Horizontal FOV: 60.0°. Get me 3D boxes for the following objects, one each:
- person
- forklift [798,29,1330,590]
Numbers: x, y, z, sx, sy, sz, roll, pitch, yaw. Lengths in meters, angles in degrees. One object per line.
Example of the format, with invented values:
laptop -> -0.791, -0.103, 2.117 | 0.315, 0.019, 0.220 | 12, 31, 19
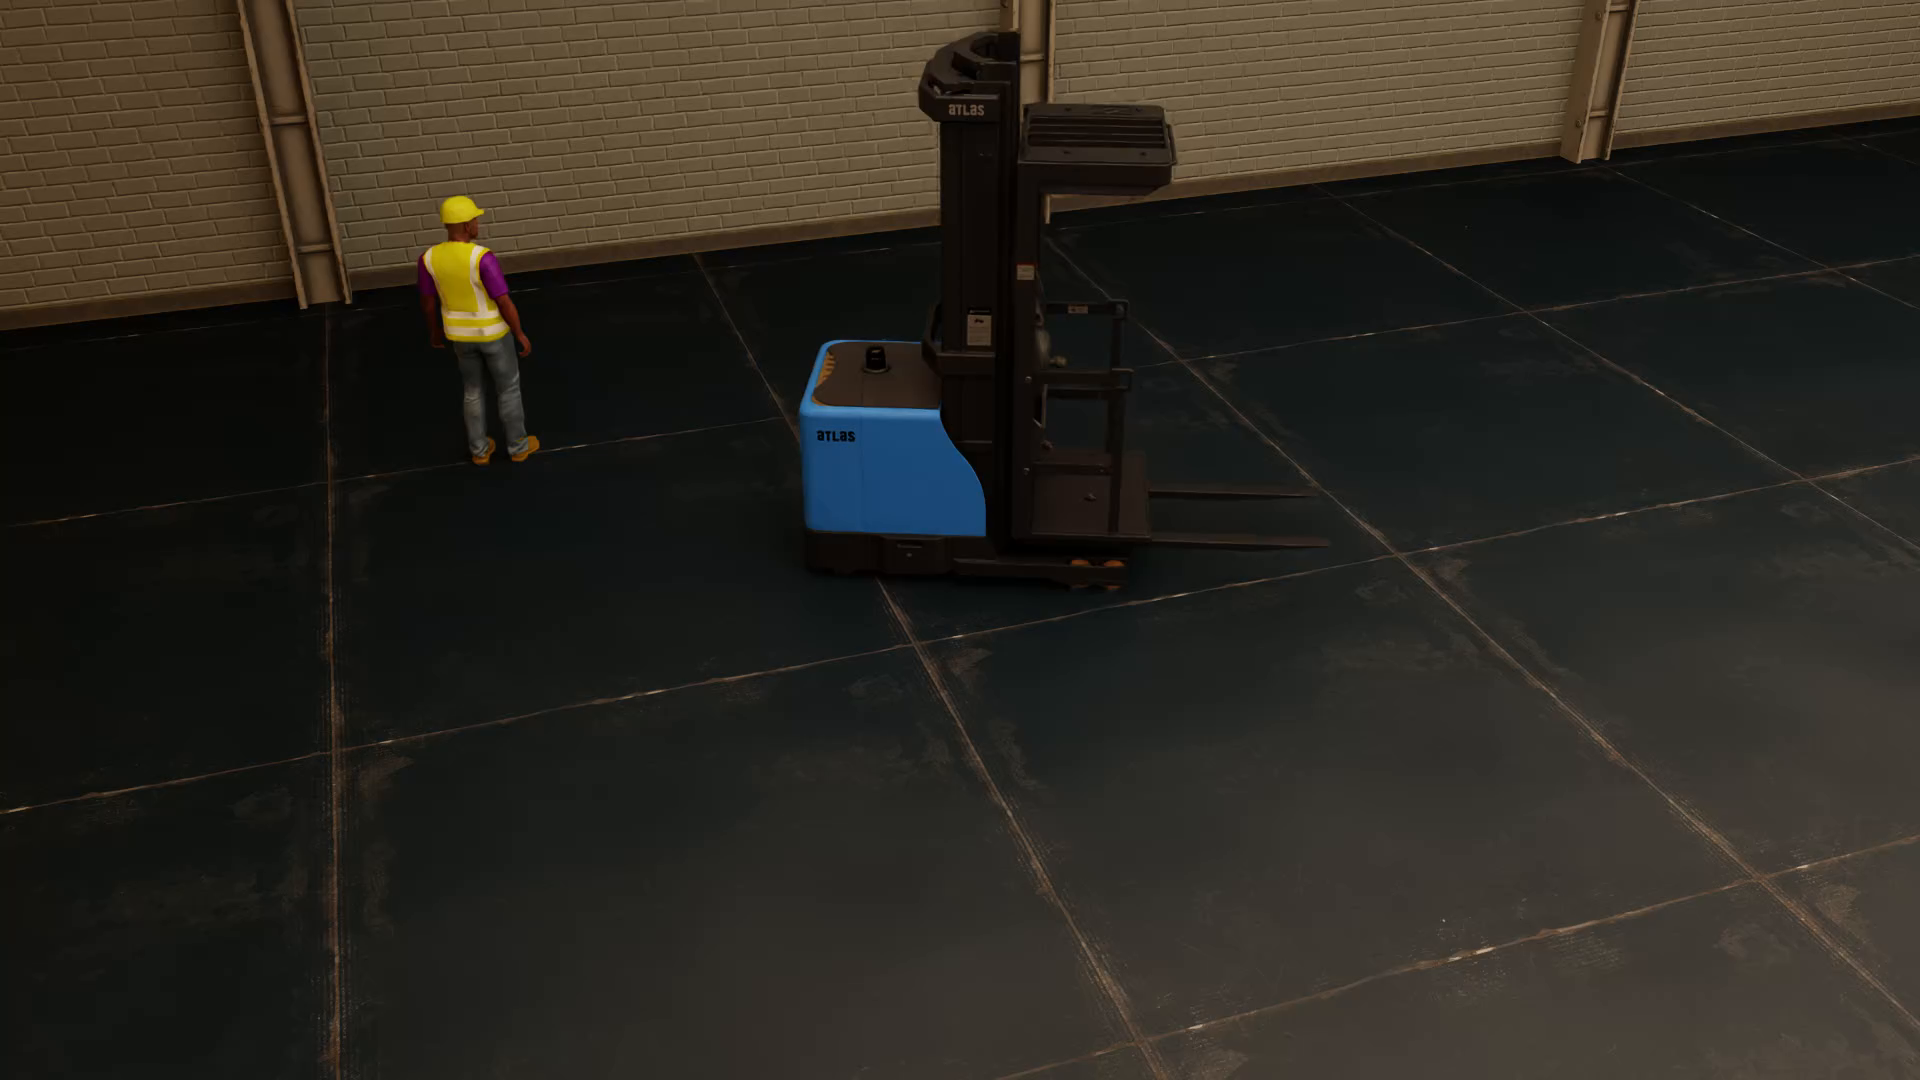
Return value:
person -> -3.034, -1.330, 10.572 | 0.687, 1.768, 0.419 | 5, 30, 9
forklift -> 0.631, -1.260, 9.277 | 3.031, 2.935, 1.130 | 2, 30, 3
